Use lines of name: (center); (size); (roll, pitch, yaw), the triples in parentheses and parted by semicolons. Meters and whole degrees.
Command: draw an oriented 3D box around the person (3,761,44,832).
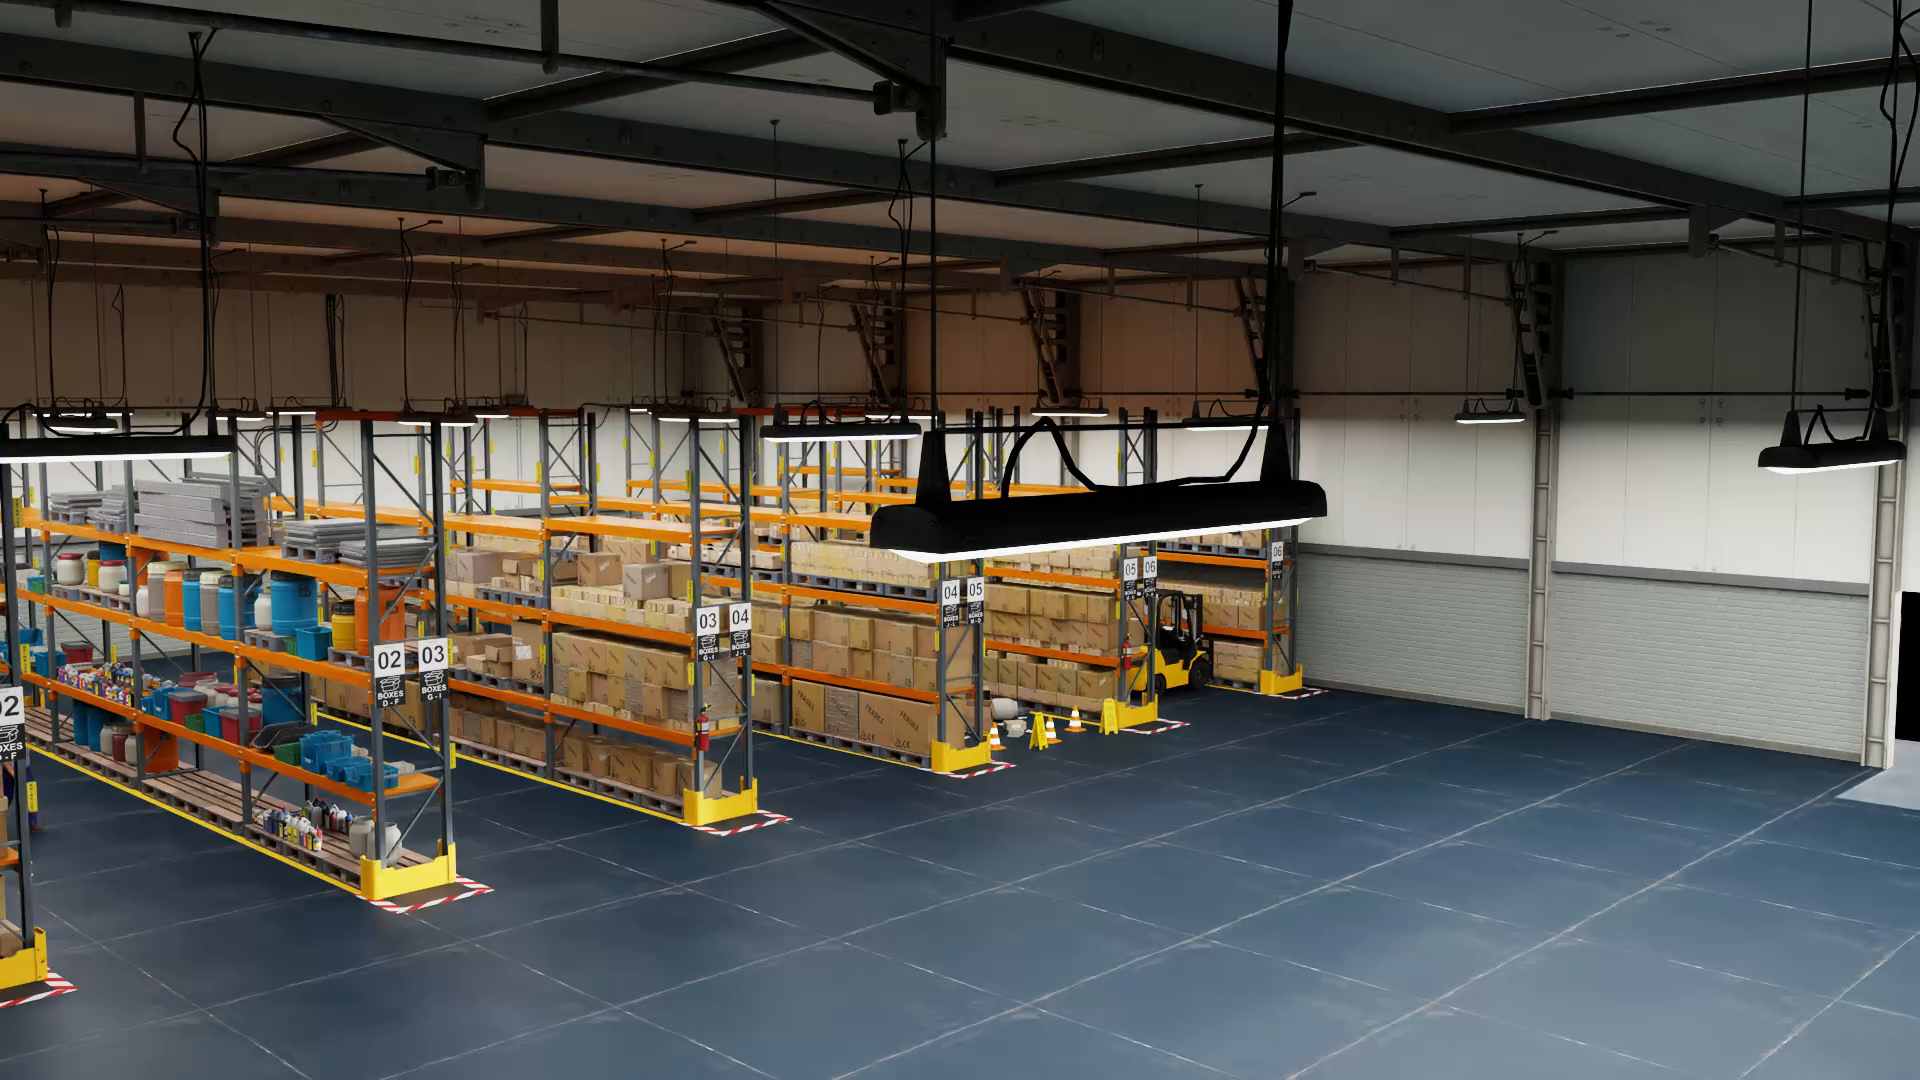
person: (-13.657, 3.407, 23.995); (0.940, 1.598, 0.396); (3, 6, 34)
